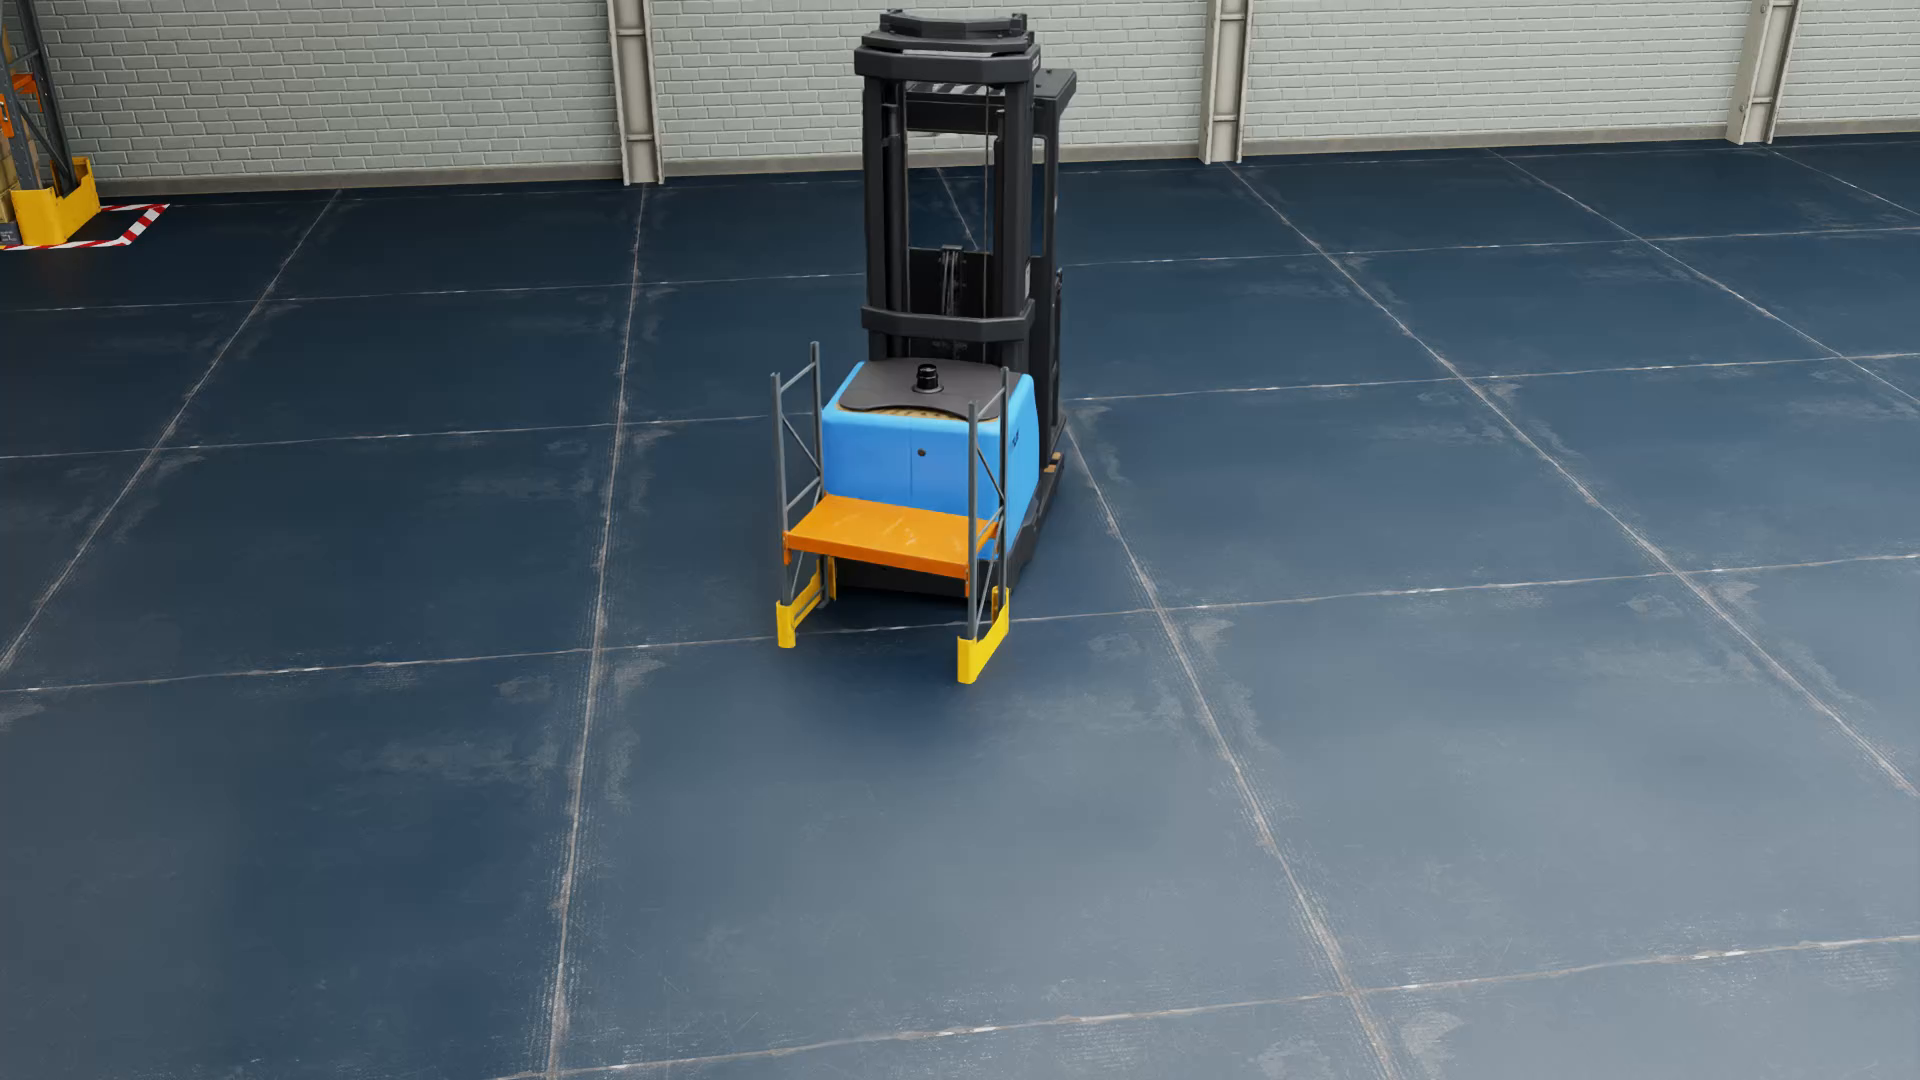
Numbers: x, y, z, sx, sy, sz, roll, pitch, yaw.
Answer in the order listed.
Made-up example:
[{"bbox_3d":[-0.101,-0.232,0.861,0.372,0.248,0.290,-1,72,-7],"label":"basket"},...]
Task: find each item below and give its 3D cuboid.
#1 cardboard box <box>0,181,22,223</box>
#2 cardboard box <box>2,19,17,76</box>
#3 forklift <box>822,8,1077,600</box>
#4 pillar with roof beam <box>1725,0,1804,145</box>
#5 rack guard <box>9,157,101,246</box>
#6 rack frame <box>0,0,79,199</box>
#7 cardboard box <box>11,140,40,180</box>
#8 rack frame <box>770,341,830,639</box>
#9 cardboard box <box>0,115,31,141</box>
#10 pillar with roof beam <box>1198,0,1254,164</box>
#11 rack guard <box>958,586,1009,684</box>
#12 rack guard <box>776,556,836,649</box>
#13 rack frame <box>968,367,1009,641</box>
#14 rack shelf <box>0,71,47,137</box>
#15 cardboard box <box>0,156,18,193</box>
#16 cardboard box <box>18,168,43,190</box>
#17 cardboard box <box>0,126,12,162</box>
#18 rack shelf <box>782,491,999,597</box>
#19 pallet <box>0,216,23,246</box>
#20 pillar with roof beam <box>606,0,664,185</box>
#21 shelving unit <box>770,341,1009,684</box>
[{"bbox_3d":[-8.746,-3.022,14.906,0.500,0.250,0.500,-3,27,-7],"label":"cardboard box"},{"bbox_3d":[-8.854,-4.370,14.872,0.500,0.500,0.500,-3,27,-5],"label":"cardboard box"},{"bbox_3d":[0.052,-1.632,9.719,1.130,2.935,3.031,5,28,10],"label":"forklift"},{"bbox_3d":[9.284,-6.463,12.488,0.400,9.000,9.100,-4,27,-7],"label":"pillar with roof beam"},{"bbox_3d":[-8.301,-3.121,15.285,0.348,0.500,1.175,-4,27,-7],"label":"rack guard"},{"bbox_3d":[-8.325,-4.232,14.711,0.127,3.000,1.000,-4,27,-7],"label":"rack frame"},{"bbox_3d":[-8.819,-3.481,15.254,0.500,0.250,0.500,-3,27,-6],"label":"cardboard box"},{"bbox_3d":[-0.815,-0.230,8.555,0.032,1.500,0.500,10,29,18],"label":"rack frame"},{"bbox_3d":[-8.827,-3.695,15.122,0.500,0.250,0.500,-4,27,-8],"label":"cardboard box"},{"bbox_3d":[3.343,-6.081,11.744,0.400,9.000,9.100,-4,27,-7],"label":"pillar with roof beam"},{"bbox_3d":[0.121,0.483,8.535,0.087,0.250,0.587,10,29,18],"label":"rack guard"},{"bbox_3d":[-0.814,0.327,8.840,0.087,0.250,0.587,10,29,18],"label":"rack guard"},{"bbox_3d":[0.140,-0.070,8.243,0.032,1.500,0.500,10,29,18],"label":"rack frame"},{"bbox_3d":[-10.305,-3.784,14.628,4.000,0.370,1.077,-4,27,-7],"label":"rack shelf"},{"bbox_3d":[-8.763,-3.245,14.793,0.500,0.250,0.500,-4,27,-8],"label":"cardboard box"},{"bbox_3d":[-8.838,-3.252,15.354,0.500,0.250,0.500,-4,27,-7],"label":"cardboard box"},{"bbox_3d":[-8.737,-3.470,14.683,0.500,0.250,0.500,-3,27,-5],"label":"cardboard box"},{"bbox_3d":[-0.338,0.010,8.481,1.000,0.185,0.538,10,29,18],"label":"rack shelf"},{"bbox_3d":[-9.076,-2.923,15.216,1.213,0.211,1.003,-4,27,-7],"label":"pallet"},{"bbox_3d":[-2.599,-5.699,11.000,0.400,9.000,9.100,-4,27,-7],"label":"pillar with roof beam"},{"bbox_3d":[-0.346,-0.151,8.402,1.083,1.500,0.587,10,29,18],"label":"shelving unit"}]
